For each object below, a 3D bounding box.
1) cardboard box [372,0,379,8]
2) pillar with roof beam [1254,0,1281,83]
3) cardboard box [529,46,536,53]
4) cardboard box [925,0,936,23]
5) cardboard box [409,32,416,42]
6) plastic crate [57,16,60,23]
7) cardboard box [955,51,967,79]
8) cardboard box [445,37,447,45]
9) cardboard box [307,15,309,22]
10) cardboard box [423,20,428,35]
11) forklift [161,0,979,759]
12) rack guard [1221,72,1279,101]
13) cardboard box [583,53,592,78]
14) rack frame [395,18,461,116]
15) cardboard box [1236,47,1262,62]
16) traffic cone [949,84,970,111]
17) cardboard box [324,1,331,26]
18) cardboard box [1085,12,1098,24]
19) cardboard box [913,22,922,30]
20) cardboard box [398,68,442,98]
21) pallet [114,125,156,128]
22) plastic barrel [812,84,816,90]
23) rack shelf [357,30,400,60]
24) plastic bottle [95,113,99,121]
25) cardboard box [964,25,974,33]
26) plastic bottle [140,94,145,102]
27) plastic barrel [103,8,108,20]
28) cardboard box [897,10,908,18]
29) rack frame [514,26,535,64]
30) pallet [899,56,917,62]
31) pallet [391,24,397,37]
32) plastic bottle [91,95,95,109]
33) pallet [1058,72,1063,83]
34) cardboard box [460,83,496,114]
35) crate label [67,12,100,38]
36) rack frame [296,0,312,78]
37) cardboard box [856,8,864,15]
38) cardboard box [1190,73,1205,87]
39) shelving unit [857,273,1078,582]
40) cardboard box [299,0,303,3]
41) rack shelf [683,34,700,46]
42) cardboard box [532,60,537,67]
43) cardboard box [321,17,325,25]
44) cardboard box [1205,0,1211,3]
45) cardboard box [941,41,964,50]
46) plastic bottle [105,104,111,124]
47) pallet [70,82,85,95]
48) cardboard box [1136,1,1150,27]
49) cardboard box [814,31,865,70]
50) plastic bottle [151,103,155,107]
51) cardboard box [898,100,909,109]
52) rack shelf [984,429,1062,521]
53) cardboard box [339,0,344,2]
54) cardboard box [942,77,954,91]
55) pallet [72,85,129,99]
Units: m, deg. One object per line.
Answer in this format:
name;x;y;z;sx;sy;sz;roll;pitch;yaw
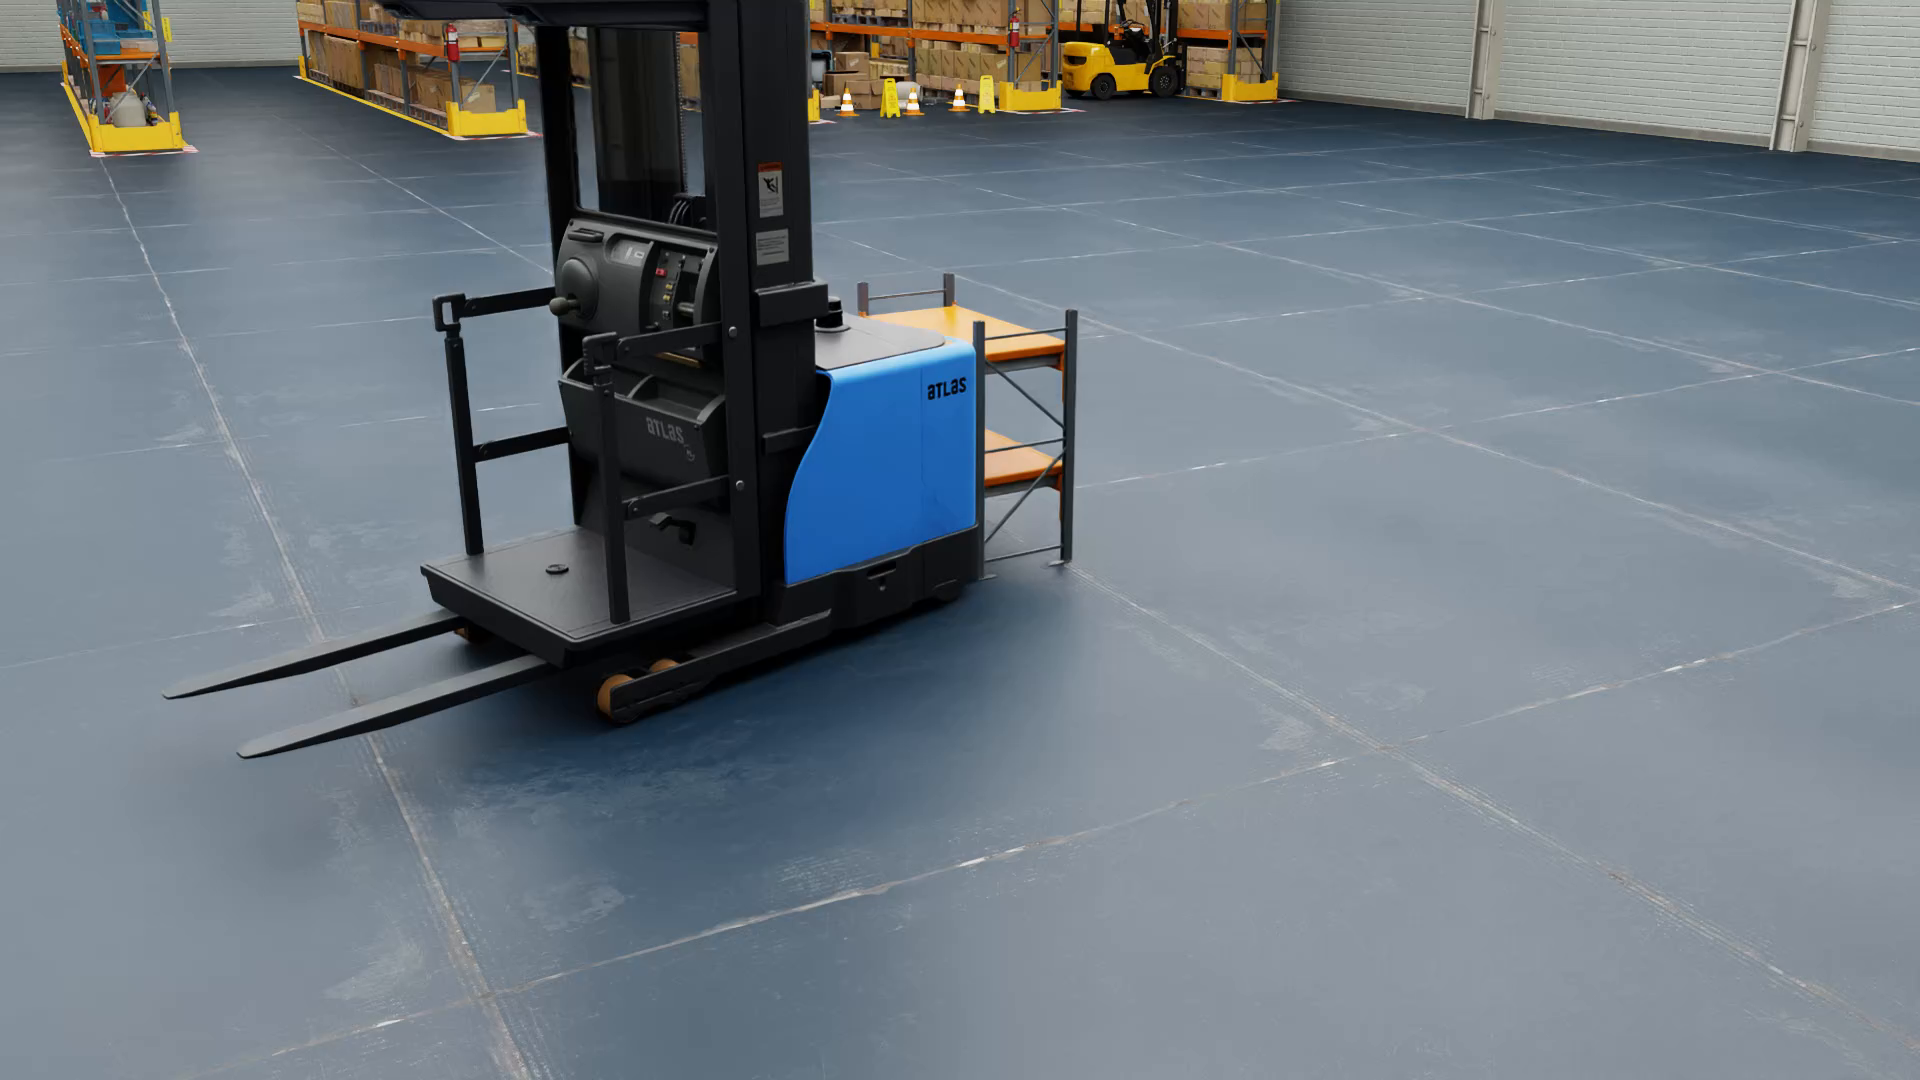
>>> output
cardboard box;-10.902;-10.194;31.777;0.500;0.500;0.500;-13;23;-33
pillar with roof beam;2.368;-12.614;30.390;9.100;9.000;0.400;-10;21;-27
cardboard box;-10.195;-11.851;40.191;0.380;0.149;0.250;-11;22;-29
cardboard box;-0.350;-10.361;32.451;0.500;0.500;0.500;-10;21;-27
cardboard box;-8.996;-8.432;27.853;0.380;0.149;0.250;-10;21;-27
plastic crate;-19.444;-11.303;36.101;0.250;0.136;0.298;-10;21;-27
cardboard box;0.233;-9.073;31.749;0.500;0.500;0.500;-11;22;-28
cardboard box;-7.830;-7.803;26.032;0.380;0.149;0.250;-10;21;-27
cardboard box;-14.501;-11.753;37.478;0.380;0.149;0.250;-10;22;-27
cardboard box;-8.174;-8.425;26.840;0.875;0.500;0.500;-10;21;-27
forklift;-1.324;-0.939;5.858;3.031;2.935;1.130;-18;26;-42
rack guard;5.705;-8.917;32.705;1.175;0.500;0.348;-10;21;-27
cardboard box;-7.831;-10.300;36.071;0.500;0.500;0.500;-11;22;-29
rack frame;-9.294;-8.948;28.966;1.000;3.000;0.127;-10;21;-27
cardboard box;5.632;-9.644;33.019;0.500;0.250;0.500;-10;22;-27
traffic cone;-0.012;-8.060;30.279;0.336;0.463;0.334;-10;21;-27
cardboard box;-13.094;-11.122;35.110;0.500;0.500;0.500;-10;21;-26
cardboard box;3.081;-11.430;36.387;0.500;0.250;0.500;-10;21;-27
cardboard box;-0.705;-10.225;33.049;0.380;0.149;0.250;-10;21;-27
cardboard box;-9.776;-8.294;30.227;0.700;0.500;0.500;-10;21;-27
pallet;-12.212;-5.963;24.590;1.003;0.211;1.213;-10;21;-27
plastic barrel;-2.992;-8.382;31.273;0.512;0.421;0.421;4;19;11
rack shelf;-10.244;-9.183;30.747;1.077;0.370;4.000;-10;21;-27
plastic bottle;-13.011;-6.377;25.130;0.097;0.201;0.097;0;19;0
cardboard box;0.292;-9.647;31.375;0.380;0.149;0.250;-10;22;-27
plastic bottle;-13.002;-6.942;26.537;0.144;0.351;0.185;-11;22;-29
plastic barrel;-14.262;-8.765;28.225;0.433;0.535;0.433;0;19;0
cardboard box;-1.060;-10.668;33.691;0.380;0.149;0.250;-10;21;-26
rack frame;-10.579;-13.133;41.091;1.000;3.000;0.127;-10;21;-27
pallet;-0.913;-12.780;44.344;1.003;0.211;1.213;-10;21;-27
pallet;-9.529;-9.100;29.698;1.003;0.211;1.213;-10;21;-27
plastic bottle;-13.635;-6.841;26.245;0.144;0.351;0.185;-9;21;-25
pallet;2.827;-10.491;37.712;1.003;0.211;1.213;-10;21;-27
cardboard box;-7.676;-6.999;26.504;0.500;0.500;0.500;-6;20;-17
crate label;-15.318;-9.019;29.116;0.502;0.435;0.616;-10;21;-27
rack frame;-14.992;-12.393;38.949;1.000;3.000;0.127;-10;21;-27
cardboard box;-1.991;-11.278;35.458;0.380;0.149;0.250;-9;21;-23
cardboard box;4.965;-9.234;33.365;0.500;0.250;0.500;-10;21;-27
shelving unit;0.012;-0.541;7.474;0.538;1.125;1.048;-11;22;-29
cardboard box;-14.764;-12.494;37.866;0.500;0.500;0.500;-11;22;-28
rack shelf;-3.931;-8.774;29.562;1.077;0.370;4.000;-10;21;-27
cardboard box;-10.020;-11.417;39.846;0.380;0.149;0.250;-11;22;-29
cardboard box;-13.526;-11.163;35.769;0.380;0.149;0.250;-10;21;-26
cardboard box;5.066;-10.668;32.801;0.380;0.149;0.250;-10;21;-26
cardboard box;-0.147;-9.563;32.174;0.380;0.149;0.250;-9;21;-24
plastic bottle;-13.013;-6.509;25.387;0.061;0.283;0.133;-10;21;-27
pallet;-17.835;-9.365;34.447;1.003;0.211;1.213;-10;21;-27
cardboard box;4.037;-10.986;34.717;0.500;0.500;0.500;-10;21;-26
cardboard box;-2.727;-11.037;37.632;0.875;0.875;0.875;-10;22;-27
plastic bottle;-12.431;-6.593;25.631;0.061;0.283;0.133;-10;21;-26
cardboard box;-1.073;-8.051;30.735;0.380;0.149;0.250;1;19;2
rack shelf;0.012;-0.310;7.554;0.538;0.278;1.000;-11;22;-29
cardboard box;-12.466;-11.386;34.337;0.797;0.503;0.637;-10;21;-26
cardboard box;-0.012;-8.868;32.303;0.500;0.250;0.500;-10;22;-27
pallet;-17.122;-8.932;33.192;1.003;0.211;1.213;-10;21;-27
